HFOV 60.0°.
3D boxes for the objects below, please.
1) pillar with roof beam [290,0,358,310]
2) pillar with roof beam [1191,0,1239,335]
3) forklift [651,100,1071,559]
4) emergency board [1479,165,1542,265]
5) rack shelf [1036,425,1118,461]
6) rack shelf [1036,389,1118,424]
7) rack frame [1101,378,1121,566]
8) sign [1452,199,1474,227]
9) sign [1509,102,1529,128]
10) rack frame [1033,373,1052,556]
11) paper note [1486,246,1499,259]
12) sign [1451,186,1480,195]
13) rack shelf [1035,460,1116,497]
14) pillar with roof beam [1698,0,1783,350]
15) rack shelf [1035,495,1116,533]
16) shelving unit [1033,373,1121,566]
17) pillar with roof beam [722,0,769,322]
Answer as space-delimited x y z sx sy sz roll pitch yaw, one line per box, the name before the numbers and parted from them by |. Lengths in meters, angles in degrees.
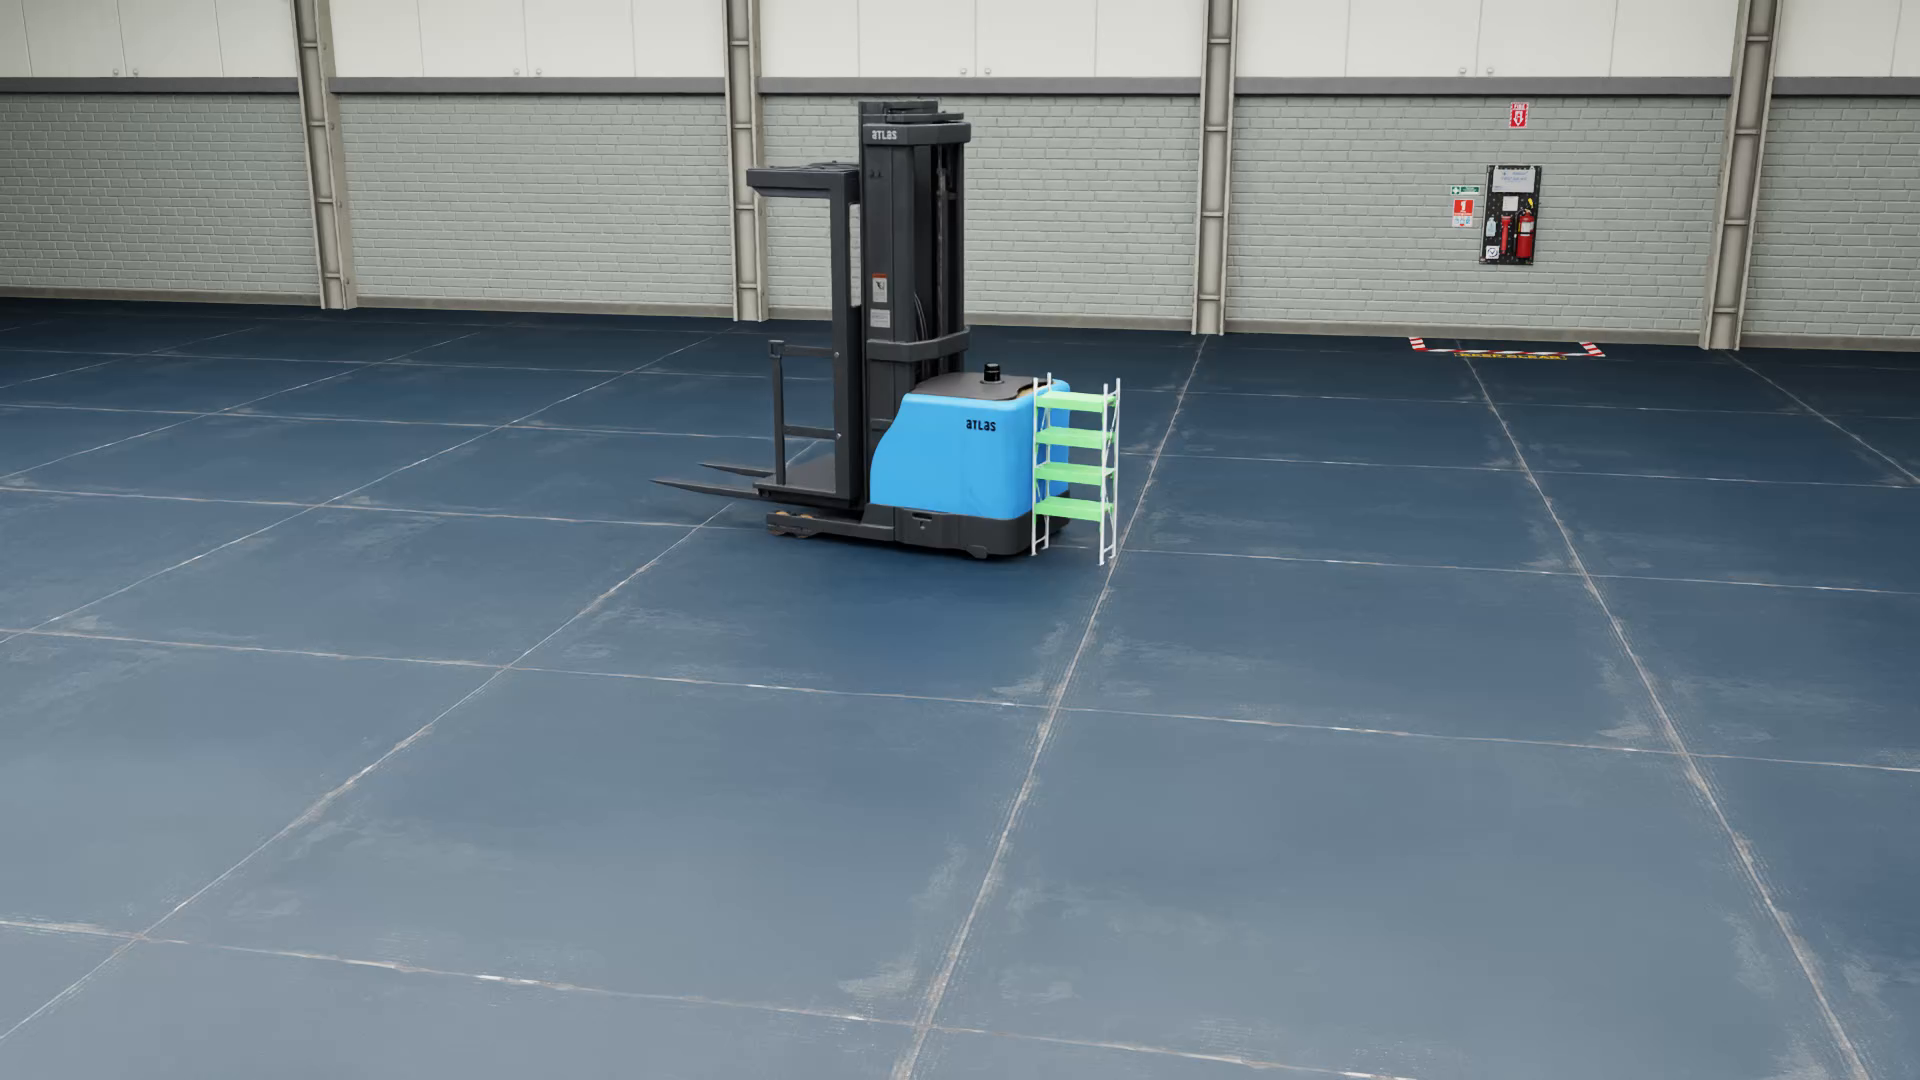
pillar with roof beam | -9.501 -6.448 17.914 0.400 9.000 9.100 3 16 11
pillar with roof beam | 2.258 -5.810 15.609 0.400 9.000 9.100 3 16 11
forklift | -0.776 -1.538 11.554 3.031 2.935 1.130 8 17 25
emergency board | 6.581 -3.867 19.834 0.643 1.169 0.194 3 16 11
rack shelf | 0.766 -0.638 10.888 0.480 0.148 0.258 8 17 25
rack shelf | 0.766 -0.869 10.824 0.480 0.148 0.258 8 17 25
rack frame | 0.985 -0.439 10.831 0.015 1.200 0.240 8 17 25
sign | 6.060 -3.941 20.033 0.234 0.329 0.001 3 16 11
sign | 6.593 -5.011 19.620 0.199 0.298 0.001 3 16 11
rack frame | 0.548 -0.497 11.040 0.015 1.200 0.240 8 17 25
paper note | 6.422 -3.470 20.051 0.142 0.148 0.016 3 16 11
sign | 6.063 -4.194 19.953 0.331 0.109 0.001 3 16 11
rack shelf | 0.766 -0.407 10.952 0.480 0.148 0.258 8 17 25
pillar with roof beam | 8.138 -5.491 14.457 0.400 9.000 9.100 3 16 11
rack shelf | 0.766 -0.176 11.017 0.480 0.148 0.258 8 17 25
shelving unit | 0.766 -0.468 10.935 0.503 1.200 0.258 8 17 25
pillar with roof beam | -3.622 -6.129 16.761 0.400 9.000 9.100 3 16 11
